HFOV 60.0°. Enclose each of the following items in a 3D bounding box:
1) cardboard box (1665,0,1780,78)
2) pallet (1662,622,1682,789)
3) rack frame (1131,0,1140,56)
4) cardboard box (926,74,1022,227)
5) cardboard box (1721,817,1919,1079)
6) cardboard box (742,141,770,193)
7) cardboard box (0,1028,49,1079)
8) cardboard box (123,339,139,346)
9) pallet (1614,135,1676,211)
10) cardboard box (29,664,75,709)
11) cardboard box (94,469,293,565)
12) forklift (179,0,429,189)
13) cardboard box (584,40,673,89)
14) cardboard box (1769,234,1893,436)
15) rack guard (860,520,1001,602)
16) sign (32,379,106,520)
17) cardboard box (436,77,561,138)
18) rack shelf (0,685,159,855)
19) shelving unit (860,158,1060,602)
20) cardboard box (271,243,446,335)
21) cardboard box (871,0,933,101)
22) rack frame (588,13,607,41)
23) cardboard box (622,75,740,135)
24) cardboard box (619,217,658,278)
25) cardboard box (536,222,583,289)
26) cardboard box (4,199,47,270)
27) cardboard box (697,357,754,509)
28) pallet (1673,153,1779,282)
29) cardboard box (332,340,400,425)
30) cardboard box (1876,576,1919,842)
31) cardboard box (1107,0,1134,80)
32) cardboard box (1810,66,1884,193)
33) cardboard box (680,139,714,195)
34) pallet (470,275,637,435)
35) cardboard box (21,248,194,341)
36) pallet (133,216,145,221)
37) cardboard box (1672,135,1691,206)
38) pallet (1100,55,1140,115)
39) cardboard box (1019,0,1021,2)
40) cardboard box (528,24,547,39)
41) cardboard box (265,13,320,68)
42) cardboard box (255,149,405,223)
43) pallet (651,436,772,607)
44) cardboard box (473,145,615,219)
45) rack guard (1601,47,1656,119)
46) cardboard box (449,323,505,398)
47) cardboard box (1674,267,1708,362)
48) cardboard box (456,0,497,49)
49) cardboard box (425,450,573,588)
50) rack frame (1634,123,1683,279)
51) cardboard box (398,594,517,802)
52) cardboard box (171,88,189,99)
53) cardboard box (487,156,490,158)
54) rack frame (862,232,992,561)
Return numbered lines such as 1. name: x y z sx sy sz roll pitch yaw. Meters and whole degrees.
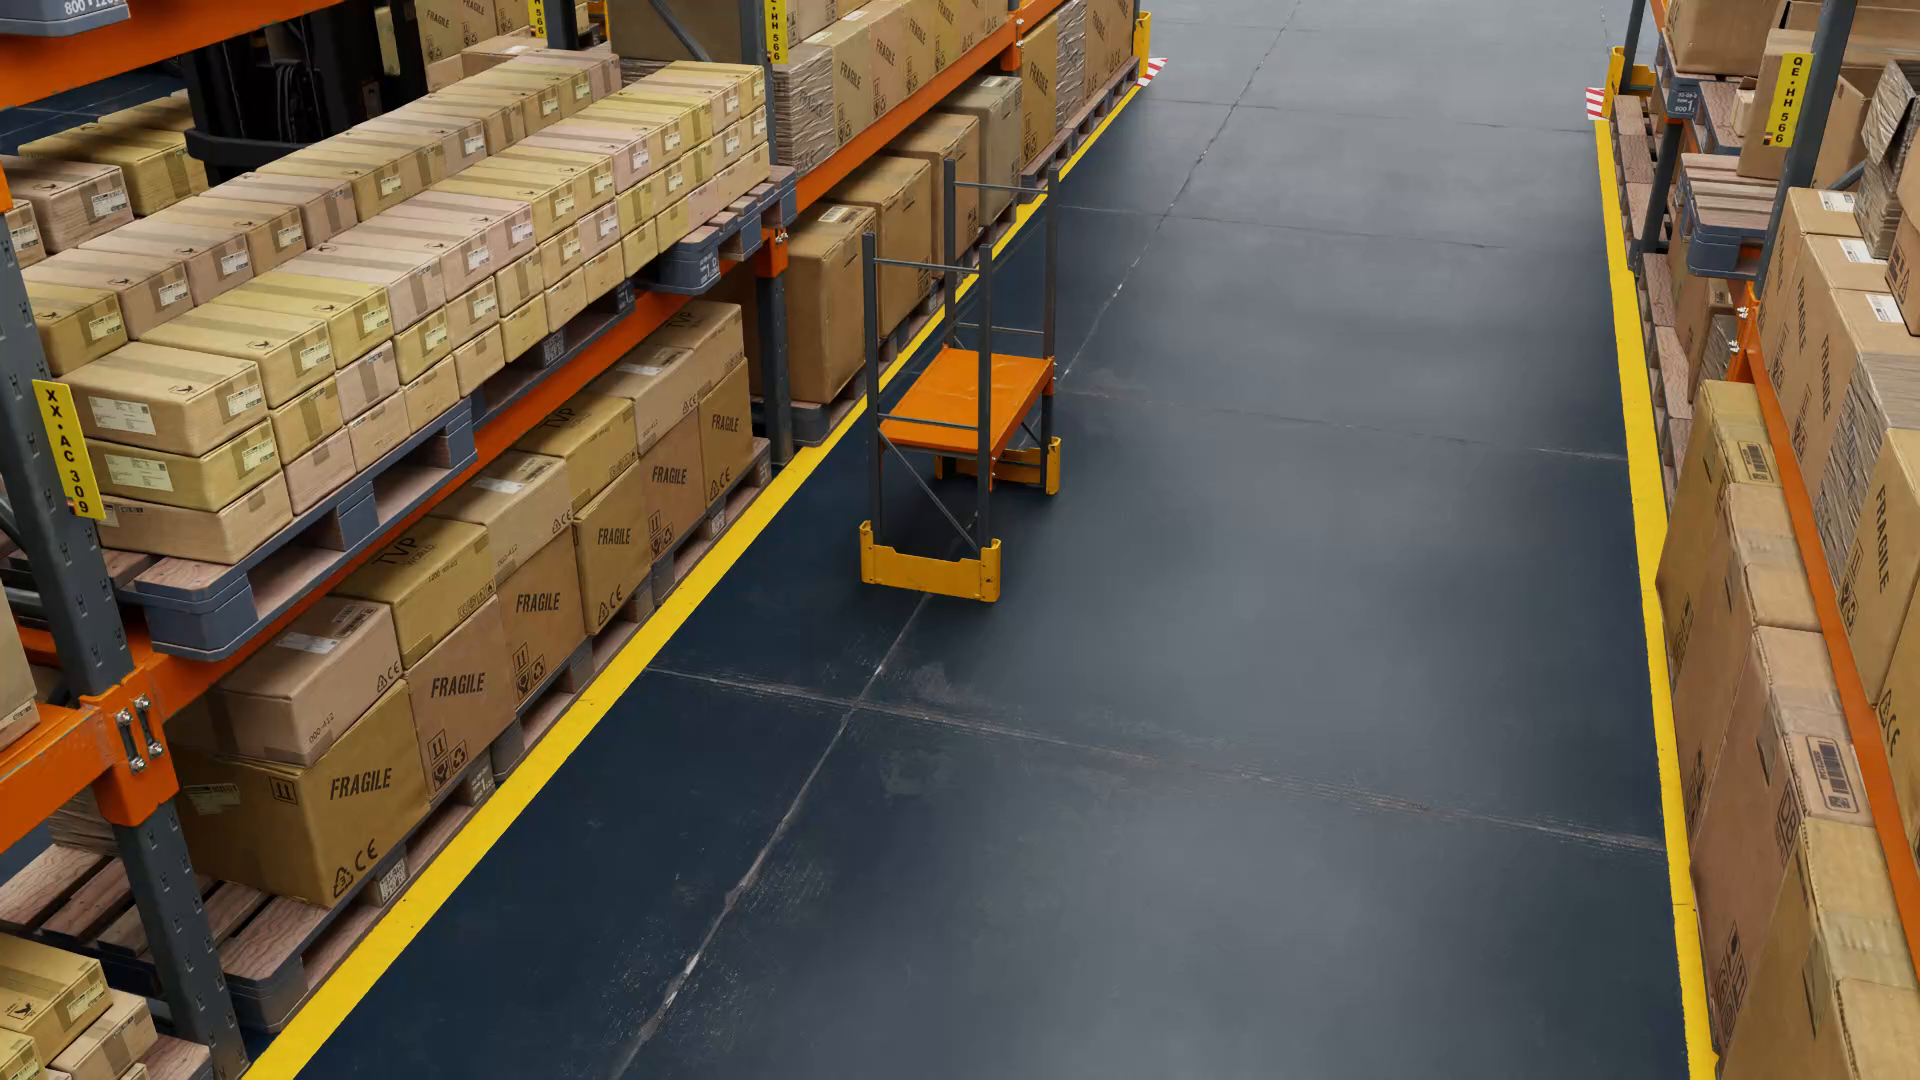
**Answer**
1. cardboard box: 4.229 -2.949 8.417 1.000 1.000 1.000 9 30 15
2. pallet: 3.119 0.580 5.990 1.003 0.211 1.213 8 30 15
3. rack frame: 1.059 -5.466 13.991 1.000 3.000 0.127 8 30 15
4. cardboard box: -0.212 -2.507 10.553 1.050 0.750 0.750 8 30 15
5. cardboard box: 2.417 1.310 3.564 1.225 0.875 0.875 9 30 15
6. cardboard box: -0.995 -1.528 6.737 0.380 0.149 0.250 9 30 16
7. cardboard box: -2.356 1.239 3.825 0.380 0.149 0.250 9 30 15
8. cardboard box: -2.384 -0.544 4.663 0.380 0.149 0.250 10 31 17
9. pallet: 5.116 -2.520 11.563 1.003 0.211 1.213 8 30 15
10. cardboard box: -2.487 0.309 4.977 0.500 0.250 0.500 8 30 14
11. cardboard box: -1.908 -0.081 4.136 0.380 0.149 0.250 7 30 12
12. forklift: -3.026 -2.269 8.314 1.130 2.935 3.031 7 30 13
13. cardboard box: -1.414 -2.040 7.729 0.500 0.500 0.500 8 30 15
14. cardboard box: 2.870 -0.611 5.159 0.500 0.500 0.500 8 30 14
15. rack guard: -0.124 0.087 6.837 0.587 0.250 0.087 8 30 15
16. sign: -1.943 -0.194 3.623 0.100 0.325 0.005 8 30 15
17. cardboard box: -1.763 -1.657 6.357 0.380 0.149 0.250 8 30 15
18. rack shelf: -3.051 1.354 2.470 1.077 0.370 4.000 8 30 15
19. shelving unit: 0.022 -0.691 6.949 0.587 1.500 1.083 8 30 15
20. cardboard box: -1.679 -0.706 4.648 0.380 0.149 0.250 8 30 14
21. cardboard box: -0.456 -2.665 8.852 0.500 0.500 0.500 8 30 14
22. rack frame: -3.703 -6.126 15.176 1.000 3.000 0.127 8 30 15
23. cardboard box: -1.071 -1.673 6.386 0.380 0.149 0.250 8 30 14
24. cardboard box: -1.299 -1.052 5.882 0.380 0.149 0.250 7 30 13
25. cardboard box: -1.451 -0.938 5.371 0.380 0.149 0.250 8 30 14
26. cardboard box: -5.876 -1.704 9.499 0.950 0.372 0.625 6 30 11
27. cardboard box: -1.233 -0.497 7.197 0.500 0.500 0.500 8 30 15
28. pallet: 3.530 -1.257 6.620 1.213 0.211 1.003 8 30 15
29. cardboard box: -1.759 -0.452 4.497 0.380 0.149 0.250 9 30 16
30. cardboard box: 2.276 0.336 3.458 0.500 0.500 0.500 9 30 16
31. cardboard box: 0.923 -4.397 13.822 0.875 0.875 0.875 9 30 15
32. cardboard box: 3.543 -1.478 6.286 0.500 0.500 0.500 5 29 9
33. cardboard box: -1.151 -1.411 6.221 0.380 0.149 0.250 9 30 16
34. pallet: -1.831 -0.739 5.690 1.003 0.211 1.213 8 30 15
35. cardboard box: -2.377 -0.683 4.606 0.380 0.149 0.250 8 30 13
36. pallet: -5.460 -2.118 10.839 1.003 0.211 1.213 8 30 15
37. cardboard box: 4.913 -2.391 10.603 0.500 0.500 0.500 19 34 30
38. pallet: 0.899 -3.865 13.981 1.003 0.211 1.213 8 30 15
39. cardboard box: -0.019 -3.846 10.924 0.875 0.550 0.550 8 30 15
40. cardboard box: -3.843 -4.454 14.568 0.500 0.250 0.500 9 30 15
41. cardboard box: -4.960 -3.890 12.782 0.500 0.500 0.500 8 30 14
42. cardboard box: -2.071 -1.169 5.480 0.380 0.149 0.250 8 30 14
43. pallet: -1.520 -0.167 7.333 1.003 0.211 1.213 8 30 15
44. cardboard box: -1.377 -1.189 5.516 0.380 0.149 0.250 10 31 17
45. rack guard: 5.748 -3.584 13.178 1.175 0.500 0.348 8 30 15
46. cardboard box: -1.606 -0.561 4.999 0.380 0.149 0.250 7 30 13
47. cardboard box: 4.074 -1.191 8.425 0.700 0.500 0.500 6 30 11
48. cardboard box: -4.146 -4.303 13.525 0.500 0.500 0.500 10 31 17
49. cardboard box: -1.686 -0.099 5.710 0.500 0.250 0.500 10 31 17
50. rack frame: 4.596 -2.853 9.293 1.000 3.000 0.127 8 30 15
51. cardboard box: -1.840 0.467 5.464 0.500 0.500 0.500 10 31 17
52. cardboard box: -5.029 -3.058 11.933 0.950 0.372 0.625 9 30 16
53. cardboard box: -1.850 -1.388 6.181 0.380 0.149 0.250 9 30 15
54. rack frame: -0.124 -0.459 6.532 0.500 1.500 0.032 8 30 15
